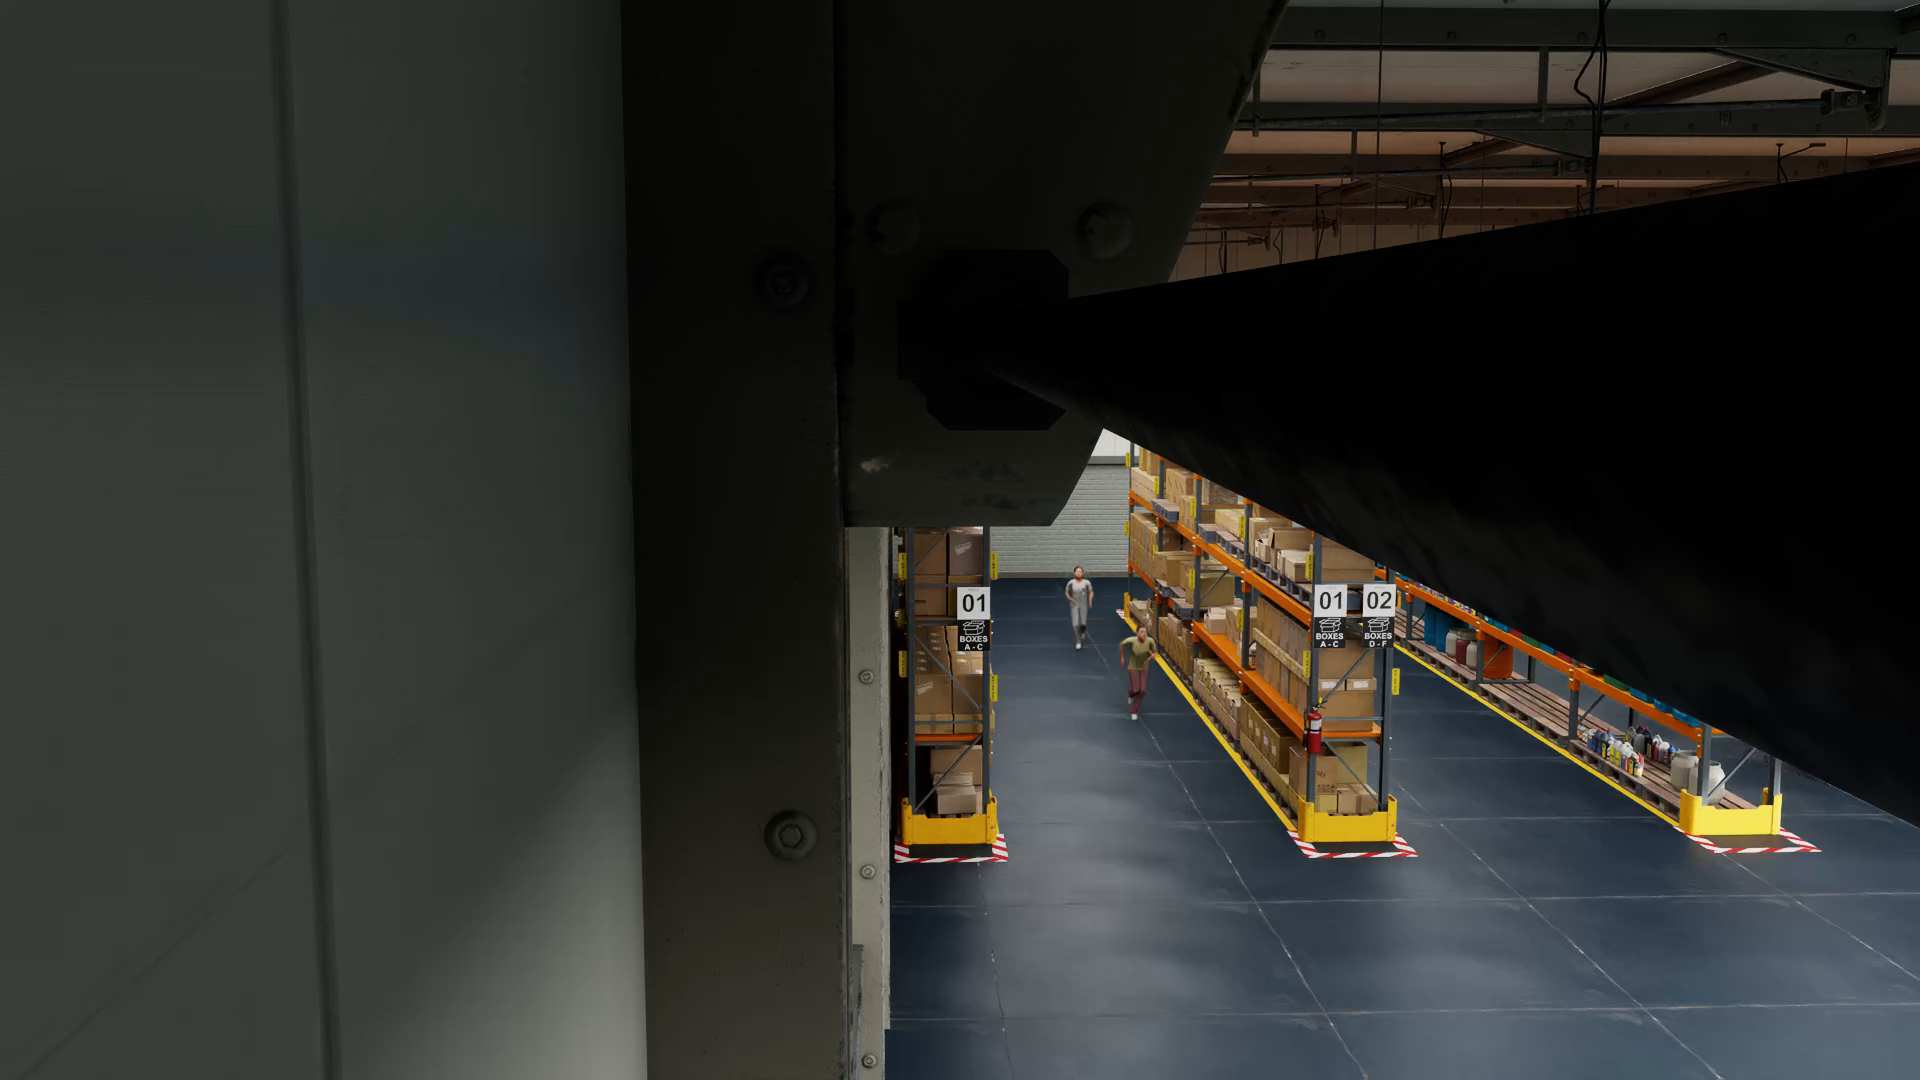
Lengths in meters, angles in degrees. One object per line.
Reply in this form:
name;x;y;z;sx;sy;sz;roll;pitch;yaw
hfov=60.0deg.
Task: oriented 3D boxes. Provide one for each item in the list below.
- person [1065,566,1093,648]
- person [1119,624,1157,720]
person;2.355;1.326;32.871;0.564;1.629;0.566;0;7;3
person;2.886;2.108;26.878;0.570;1.575;0.672;-1;7;-10
